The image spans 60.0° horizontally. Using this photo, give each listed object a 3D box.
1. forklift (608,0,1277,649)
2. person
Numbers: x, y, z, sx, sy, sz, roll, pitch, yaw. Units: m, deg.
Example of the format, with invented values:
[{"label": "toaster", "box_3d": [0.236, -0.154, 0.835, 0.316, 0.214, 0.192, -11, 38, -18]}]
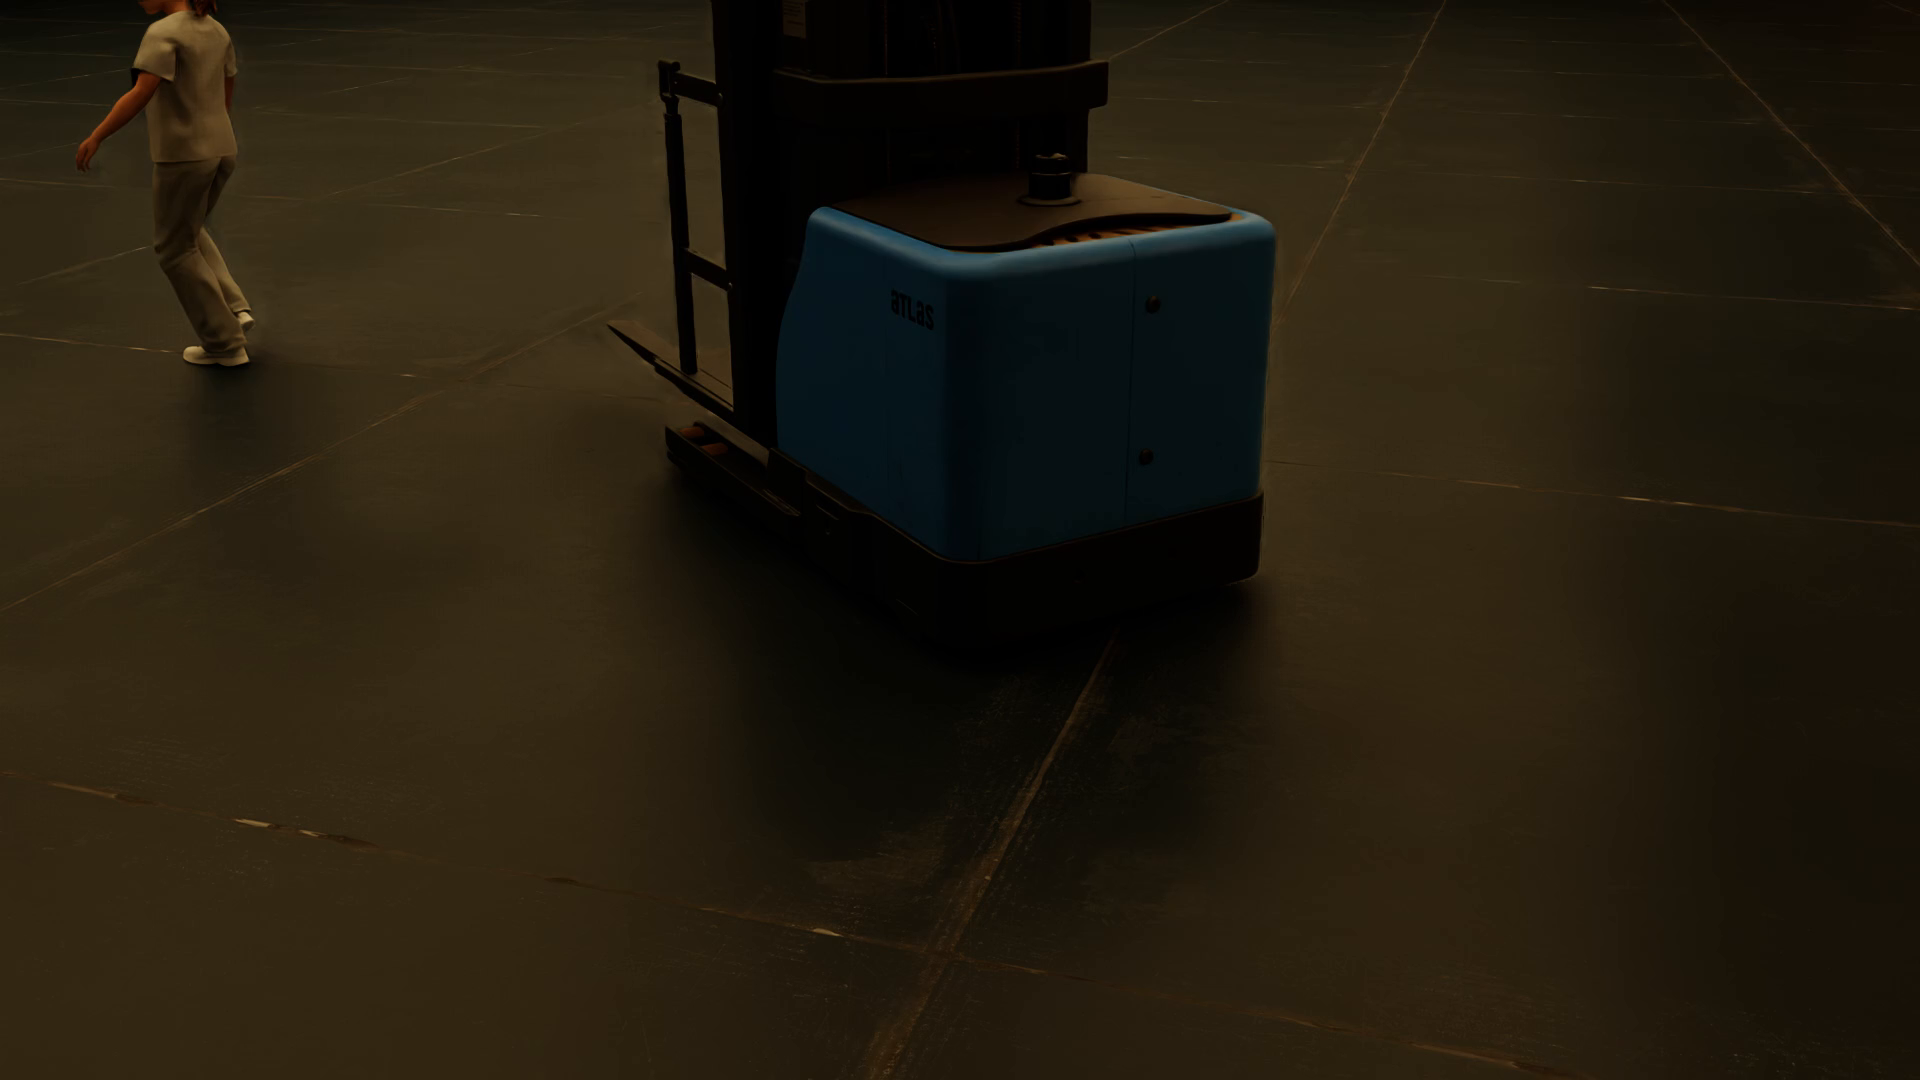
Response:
[{"label": "forklift", "box_3d": [-0.339, -1.591, 5.133, 1.130, 2.935, 3.031, -13, 26, -28]}, {"label": "person", "box_3d": [-3.097, -1.489, 6.598, 0.481, 1.678, 0.760, 5, 23, 13]}]
